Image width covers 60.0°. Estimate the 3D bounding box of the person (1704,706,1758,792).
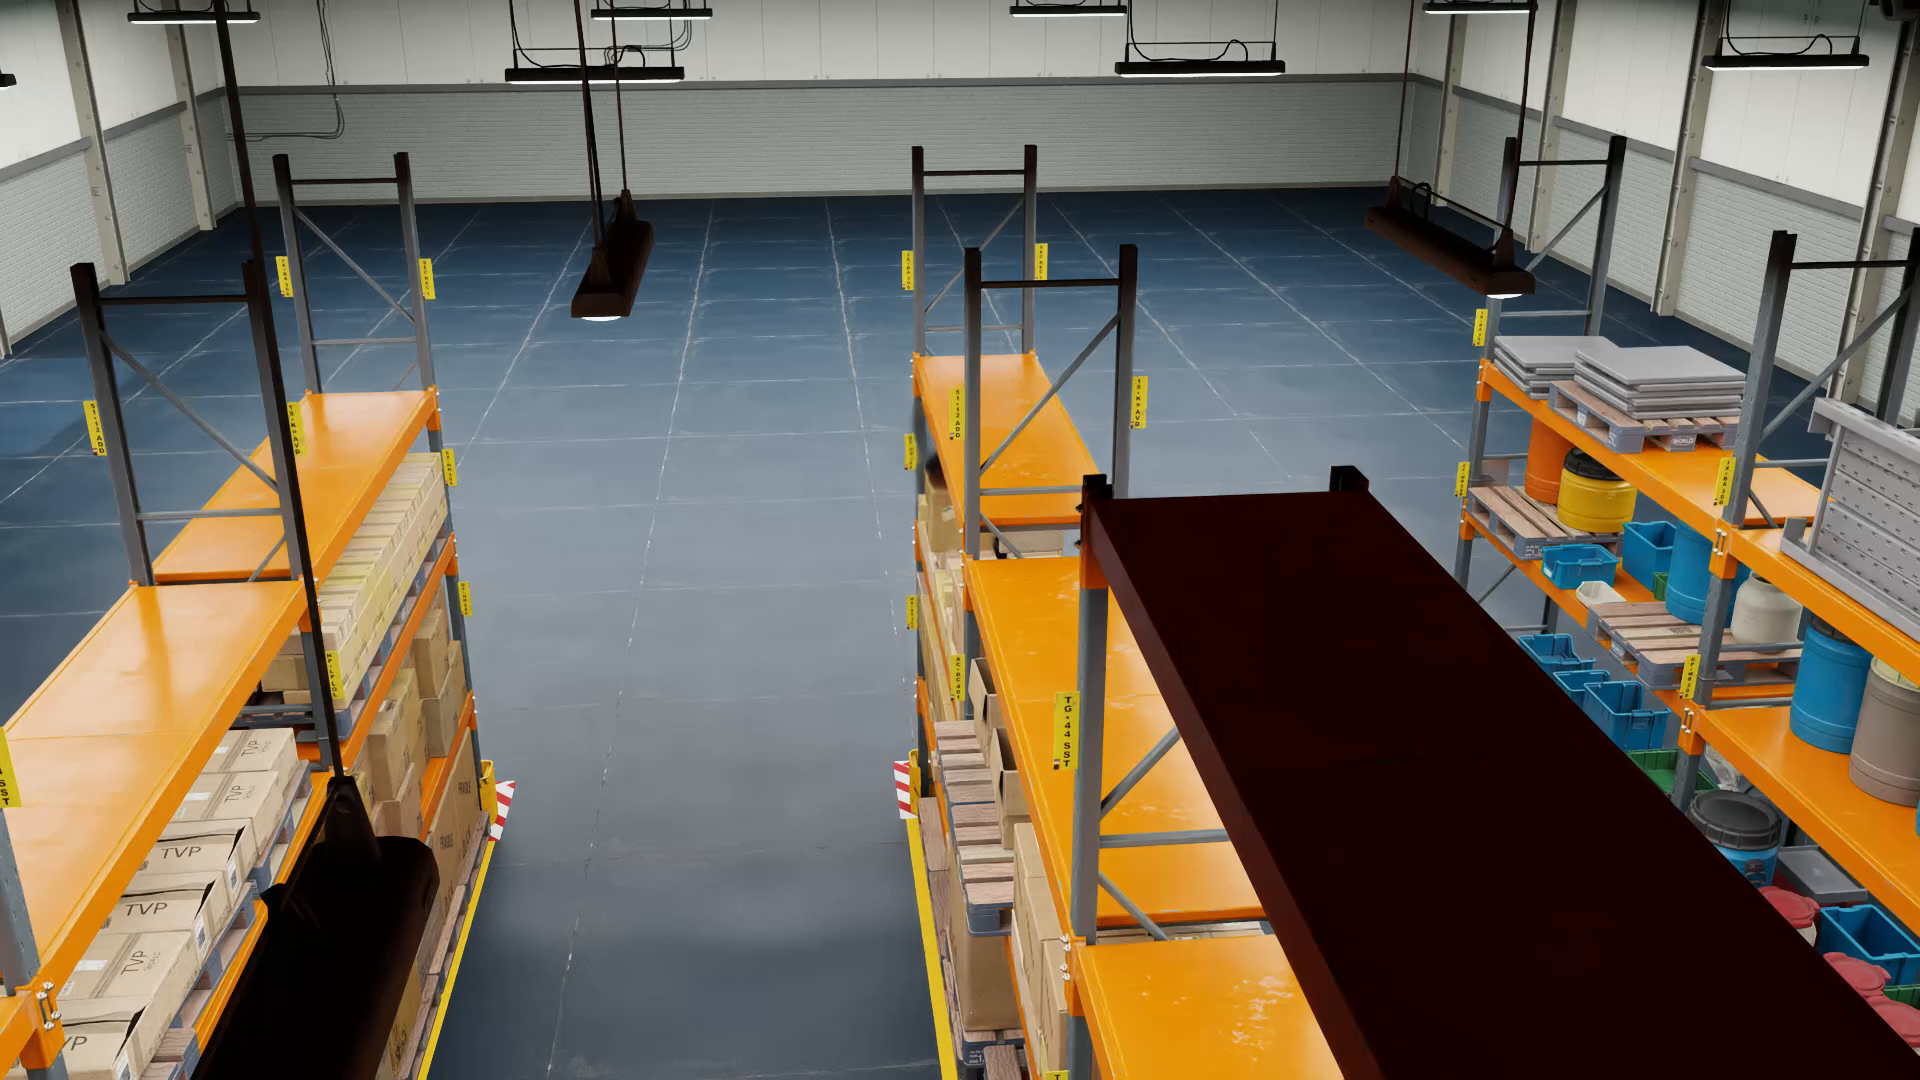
[{"bbox_3d":[7.125,1.594,15.351,0.417,1.684,0.524,9,23,22],"label":"person"}]
